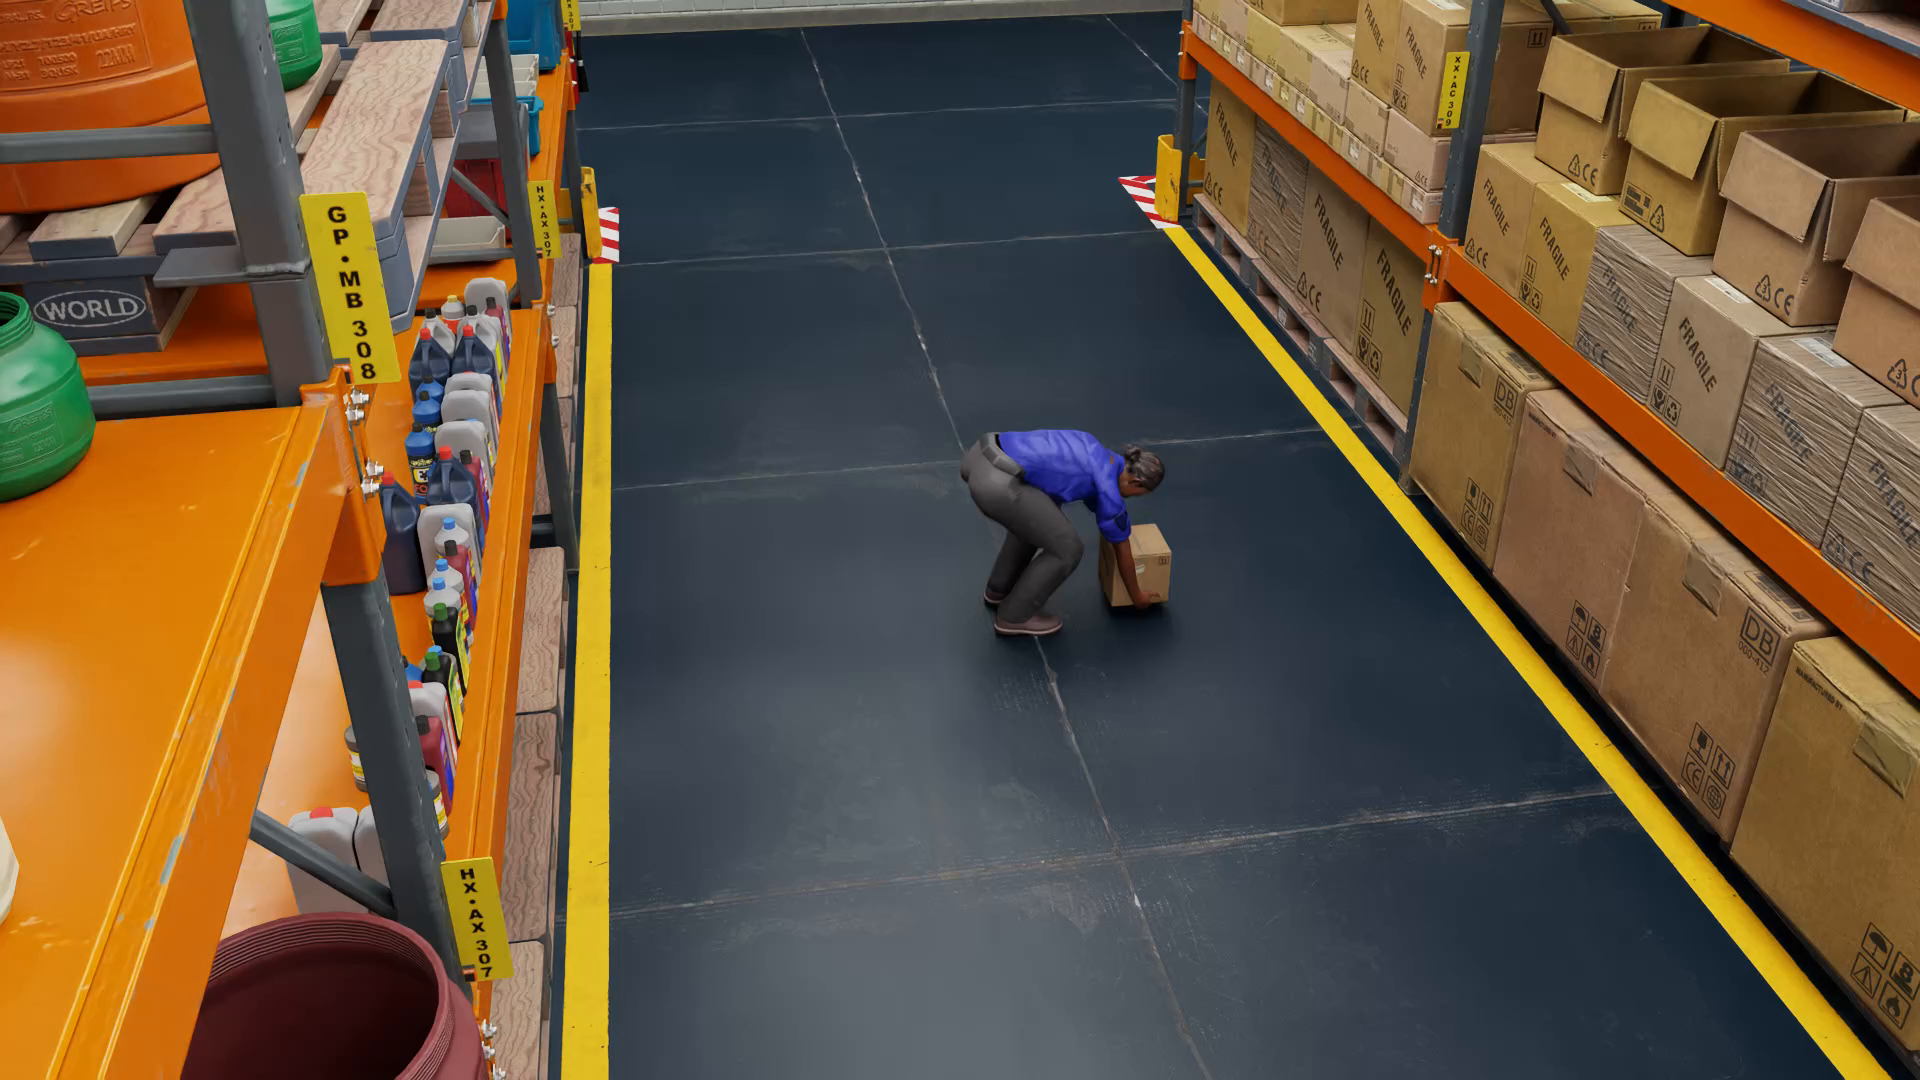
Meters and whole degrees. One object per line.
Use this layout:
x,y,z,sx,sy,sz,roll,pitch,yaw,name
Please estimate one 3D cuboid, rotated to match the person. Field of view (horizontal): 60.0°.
0.434,-0.070,7.018,0.866,0.877,0.462,-7,32,-11,person
